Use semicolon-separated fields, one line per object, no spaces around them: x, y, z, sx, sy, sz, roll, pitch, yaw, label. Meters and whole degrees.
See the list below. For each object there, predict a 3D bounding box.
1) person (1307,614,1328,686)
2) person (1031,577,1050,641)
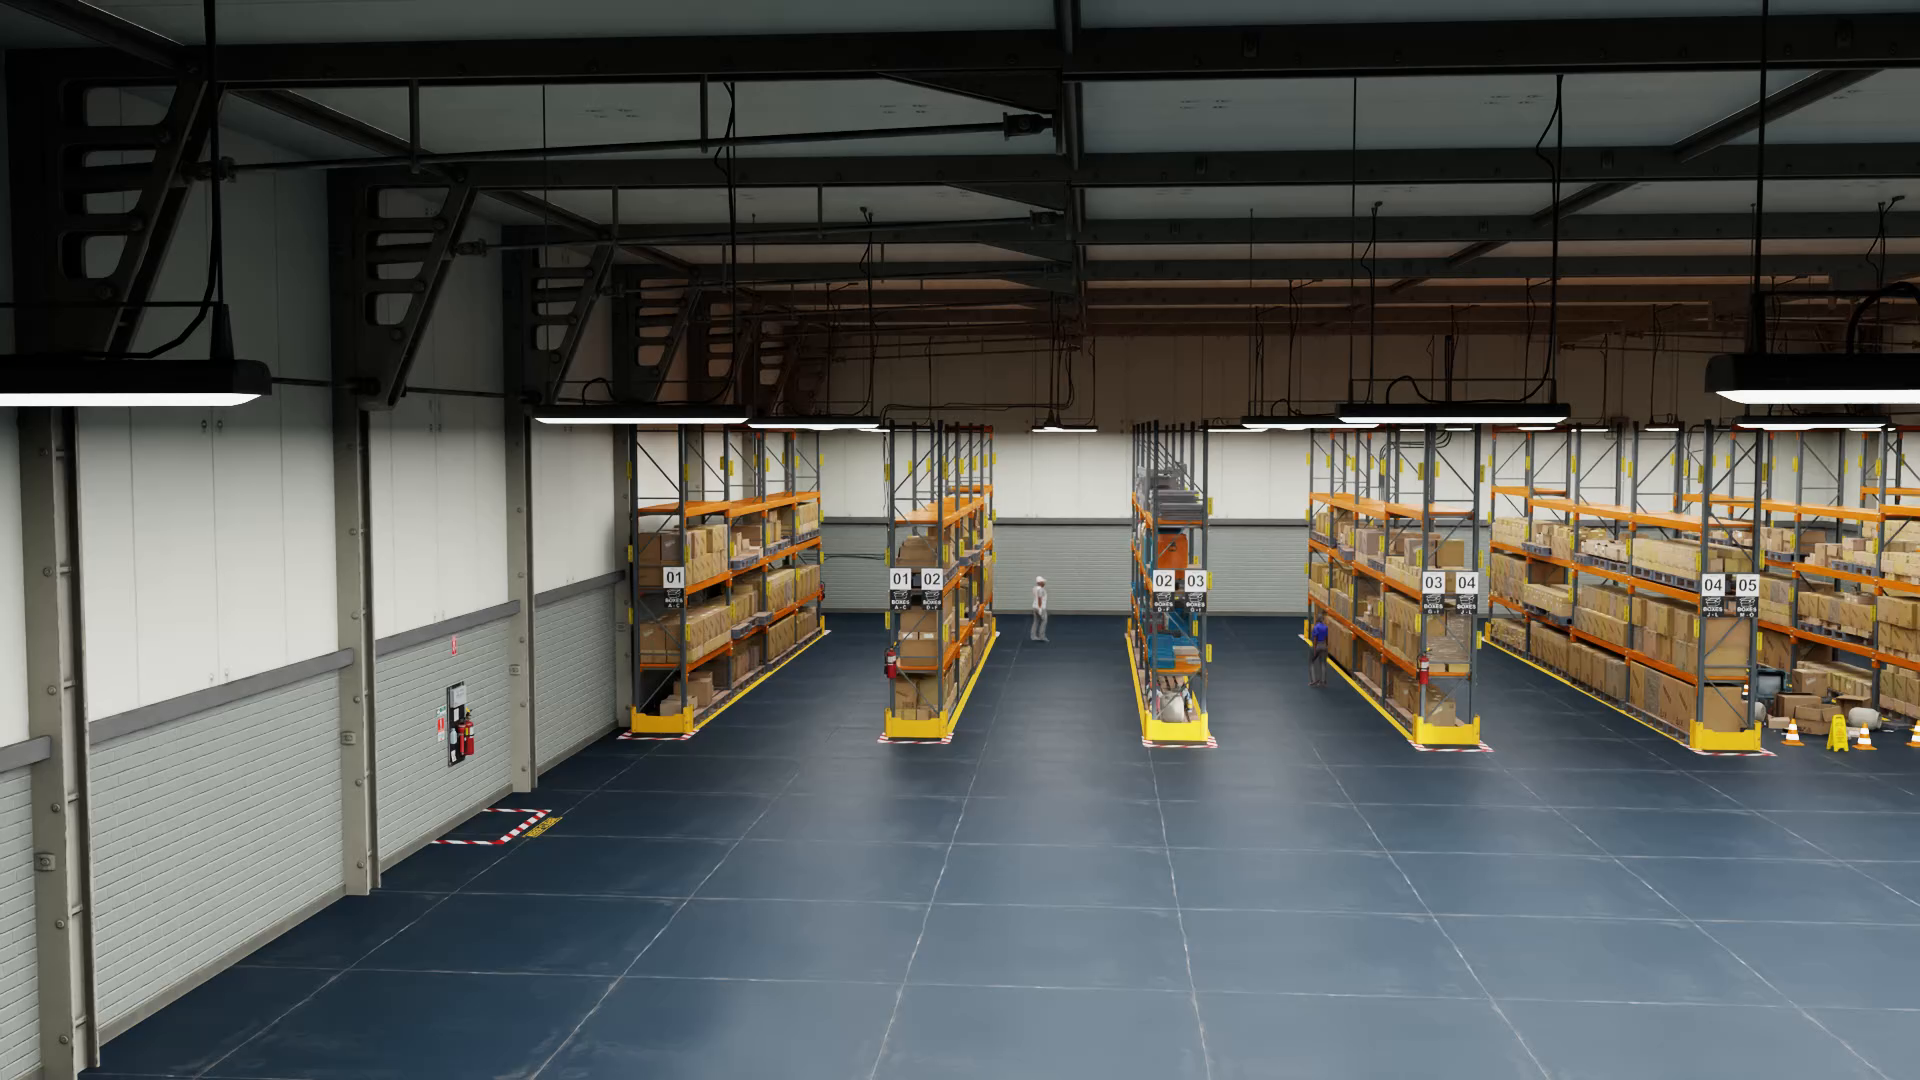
8.196;2.581;37.838;0.464;1.579;0.537;-1;4;-12;person
2.220;1.932;46.216;0.547;1.827;0.616;-1;4;-20;person
